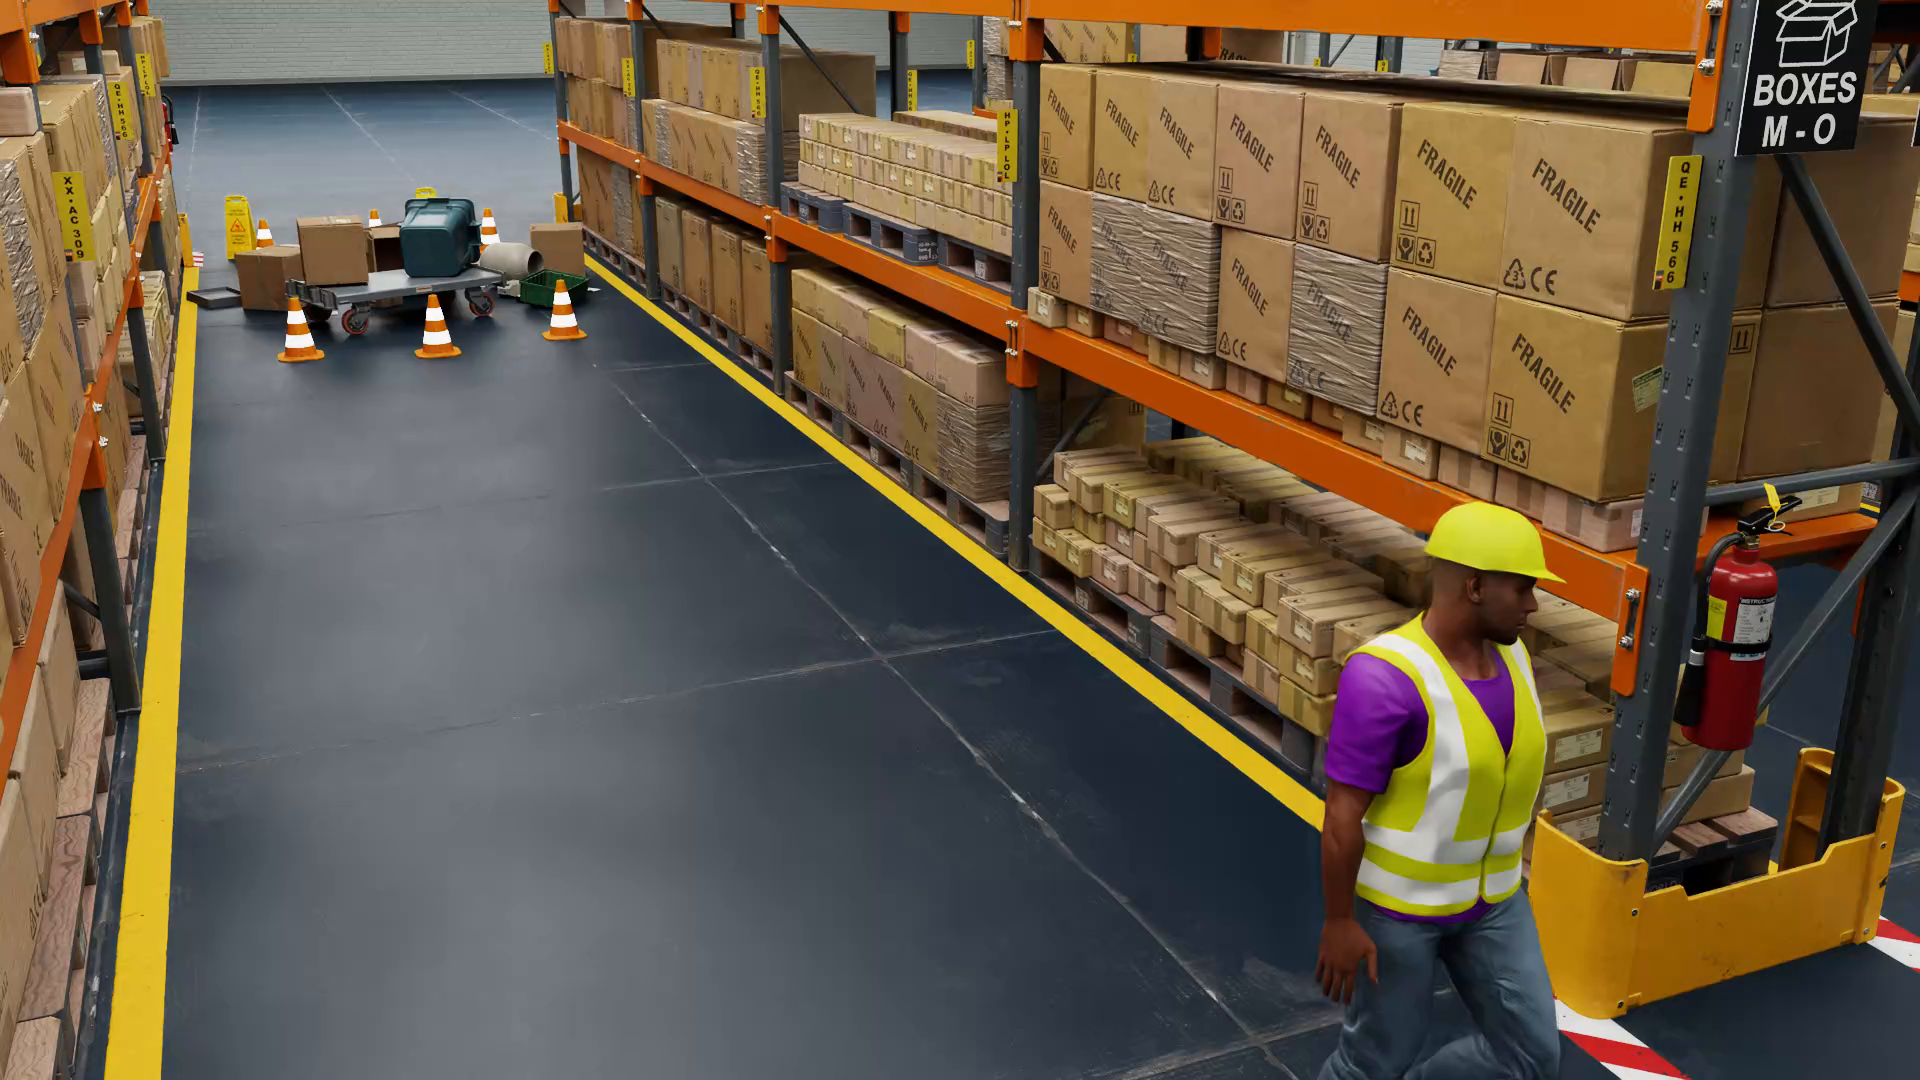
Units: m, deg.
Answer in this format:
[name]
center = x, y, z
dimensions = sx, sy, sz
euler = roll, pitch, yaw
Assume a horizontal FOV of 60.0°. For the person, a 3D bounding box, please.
[person]
center = 1.063, 0.793, 3.645
dimensions = 0.673, 1.762, 0.474
euler = -10, 21, -28
